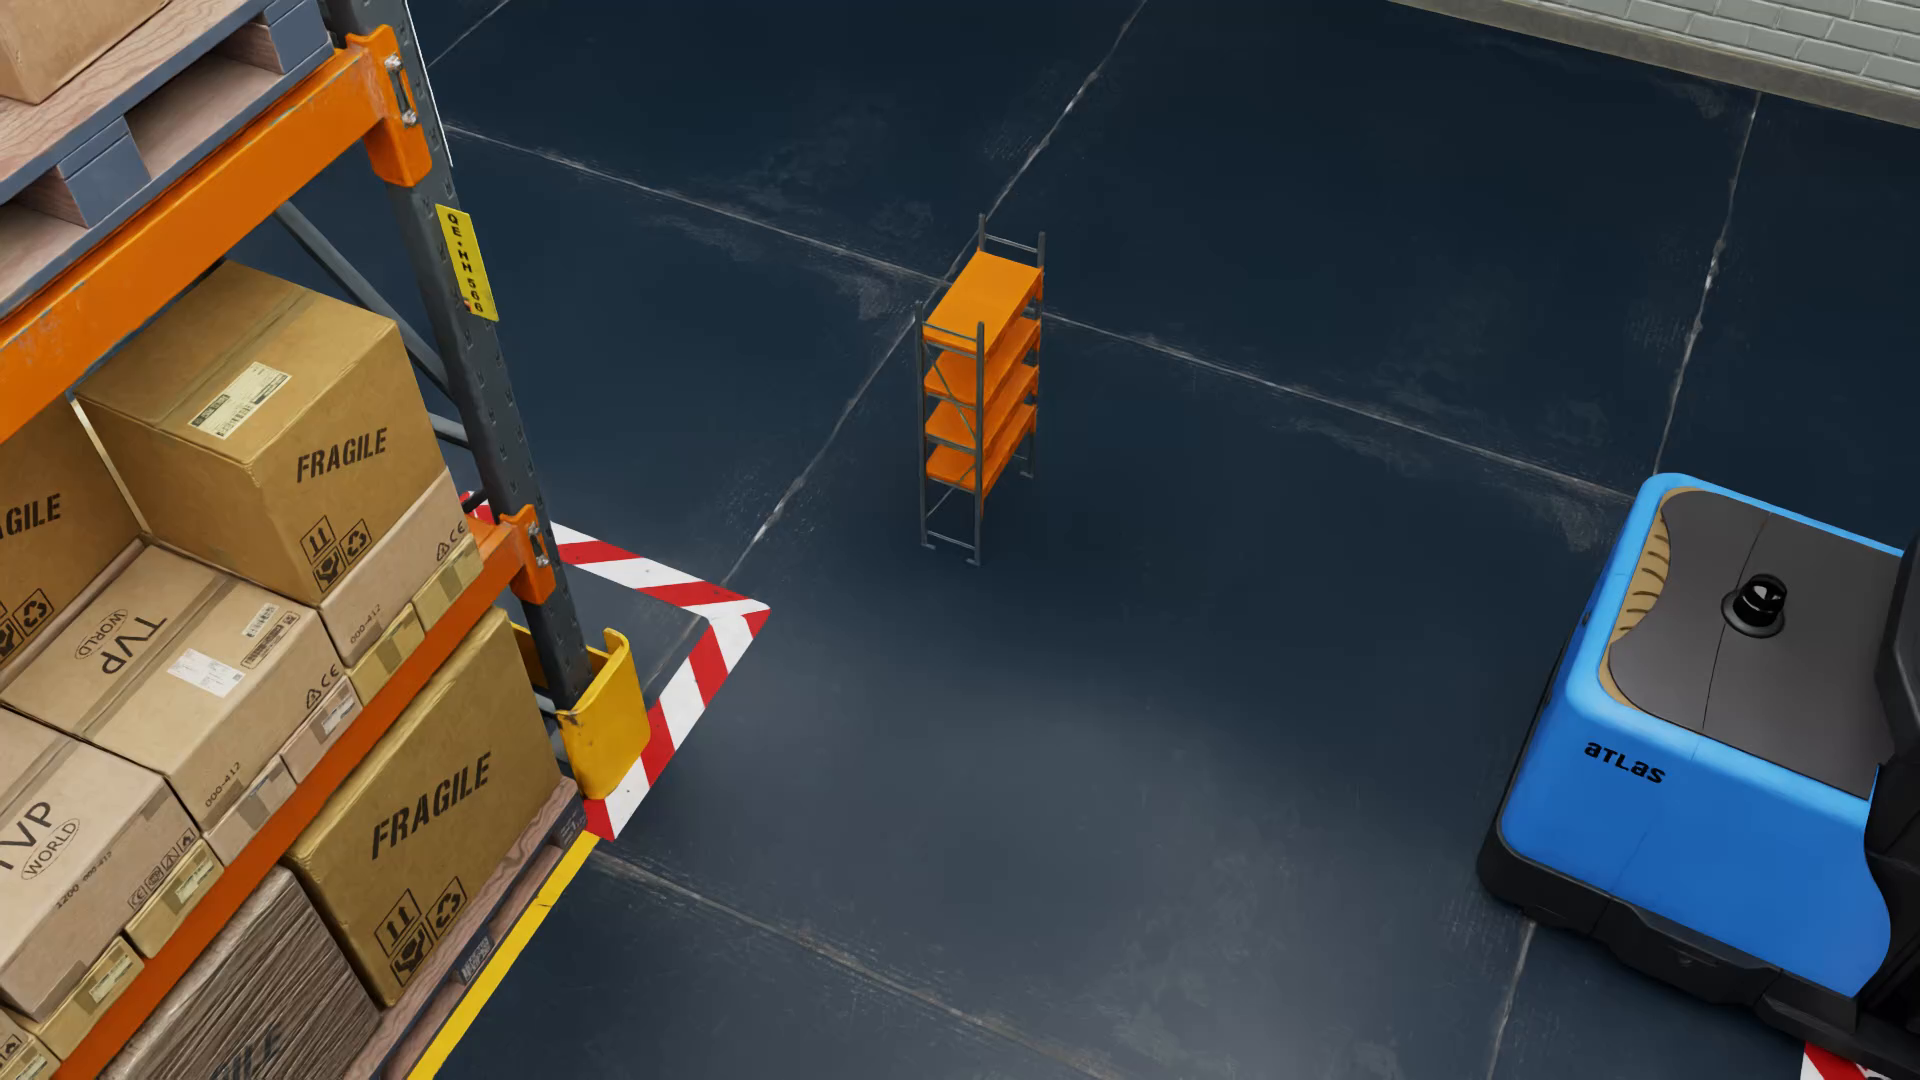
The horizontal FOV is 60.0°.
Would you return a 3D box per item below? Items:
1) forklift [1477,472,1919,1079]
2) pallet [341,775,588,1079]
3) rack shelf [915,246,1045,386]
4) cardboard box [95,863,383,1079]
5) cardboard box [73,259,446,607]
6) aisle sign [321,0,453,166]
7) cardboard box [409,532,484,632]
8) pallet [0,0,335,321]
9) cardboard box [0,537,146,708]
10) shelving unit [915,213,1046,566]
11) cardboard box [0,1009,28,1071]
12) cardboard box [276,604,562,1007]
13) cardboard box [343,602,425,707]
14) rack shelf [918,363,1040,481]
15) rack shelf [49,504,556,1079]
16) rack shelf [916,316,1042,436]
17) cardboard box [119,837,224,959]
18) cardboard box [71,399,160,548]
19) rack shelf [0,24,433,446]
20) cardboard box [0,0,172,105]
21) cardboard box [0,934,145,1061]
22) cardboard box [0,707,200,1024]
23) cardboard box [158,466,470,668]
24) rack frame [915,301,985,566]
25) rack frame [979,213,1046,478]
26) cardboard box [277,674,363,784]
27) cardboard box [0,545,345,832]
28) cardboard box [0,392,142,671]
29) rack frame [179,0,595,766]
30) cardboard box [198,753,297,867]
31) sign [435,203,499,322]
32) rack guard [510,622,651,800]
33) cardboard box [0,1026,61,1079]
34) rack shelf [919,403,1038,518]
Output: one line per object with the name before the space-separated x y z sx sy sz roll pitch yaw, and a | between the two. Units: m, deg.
forklift | 3.182 0.382 4.001 3.031 2.935 1.130 23 53 18
pallet | -1.917 1.096 5.179 1.003 0.211 1.213 20 52 16
rack shelf | 0.071 -0.757 5.591 0.258 0.148 0.480 20 52 16
cardboard box | -2.236 1.262 4.326 0.875 0.875 0.875 20 52 16
cardboard box | -1.617 -0.254 3.907 0.500 0.500 0.500 20 53 17
aisle sign | -1.344 -1.179 3.576 0.394 0.787 0.004 20 52 16
cardboard box | -1.501 0.050 4.403 0.380 0.149 0.250 21 53 17
pallet | -1.954 -0.813 3.061 1.003 0.211 1.213 20 52 16
cardboard box | -2.312 0.171 4.038 0.500 0.250 0.500 19 52 16
shelving unit | 0.071 -0.503 5.890 0.258 1.200 0.503 20 52 16
cardboard box | -2.267 1.048 3.292 0.500 0.250 0.500 20 52 16
cardboard box | -1.848 0.635 4.860 0.875 0.875 0.875 20 52 16
cardboard box | -1.610 0.229 4.250 0.380 0.149 0.250 20 53 16
rack shelf | 0.071 -0.459 5.941 0.258 0.148 0.480 20 52 16
rack shelf | -2.501 1.226 3.710 1.077 0.370 4.000 20 52 16
rack shelf | 0.071 -0.604 5.771 0.258 0.148 0.480 20 52 16
cardboard box | -1.936 0.753 3.804 0.380 0.149 0.250 19 52 15
cardboard box | -2.096 -0.189 4.345 0.500 0.250 0.500 19 52 15
rack shelf | -2.501 0.254 2.567 1.077 0.370 4.000 20 52 16
cardboard box | -1.820 -1.182 2.909 0.700 0.500 0.500 17 52 14
cardboard box | -2.046 0.932 3.652 0.380 0.149 0.250 20 52 16
cardboard box | -2.048 0.688 3.598 0.500 0.250 0.500 18 52 15
cardboard box | -1.614 -0.012 4.194 0.500 0.250 0.500 19 52 16
rack frame | -0.034 -0.335 5.747 0.240 1.200 0.015 20 52 16
rack frame | 0.175 -0.671 6.033 0.240 1.200 0.015 20 52 16
cardboard box | -1.719 0.402 4.103 0.380 0.149 0.250 20 52 16
cardboard box | -1.831 0.337 3.897 0.500 0.250 0.500 19 52 15
cardboard box | -2.309 -0.088 3.766 0.500 0.500 0.500 19 52 15
rack frame | -1.646 -0.384 4.607 1.000 3.000 0.127 20 52 16
cardboard box | -1.827 0.574 3.957 0.380 0.149 0.250 21 53 17
sign | -1.162 -0.650 3.918 0.100 0.325 0.005 20 52 16
rack guard | -1.636 0.409 5.573 1.175 0.500 0.348 20 52 16
cardboard box | -2.154 1.102 3.508 0.380 0.149 0.250 21 53 17
rack shelf | 0.071 -0.331 6.092 0.258 0.148 0.480 20 52 16
